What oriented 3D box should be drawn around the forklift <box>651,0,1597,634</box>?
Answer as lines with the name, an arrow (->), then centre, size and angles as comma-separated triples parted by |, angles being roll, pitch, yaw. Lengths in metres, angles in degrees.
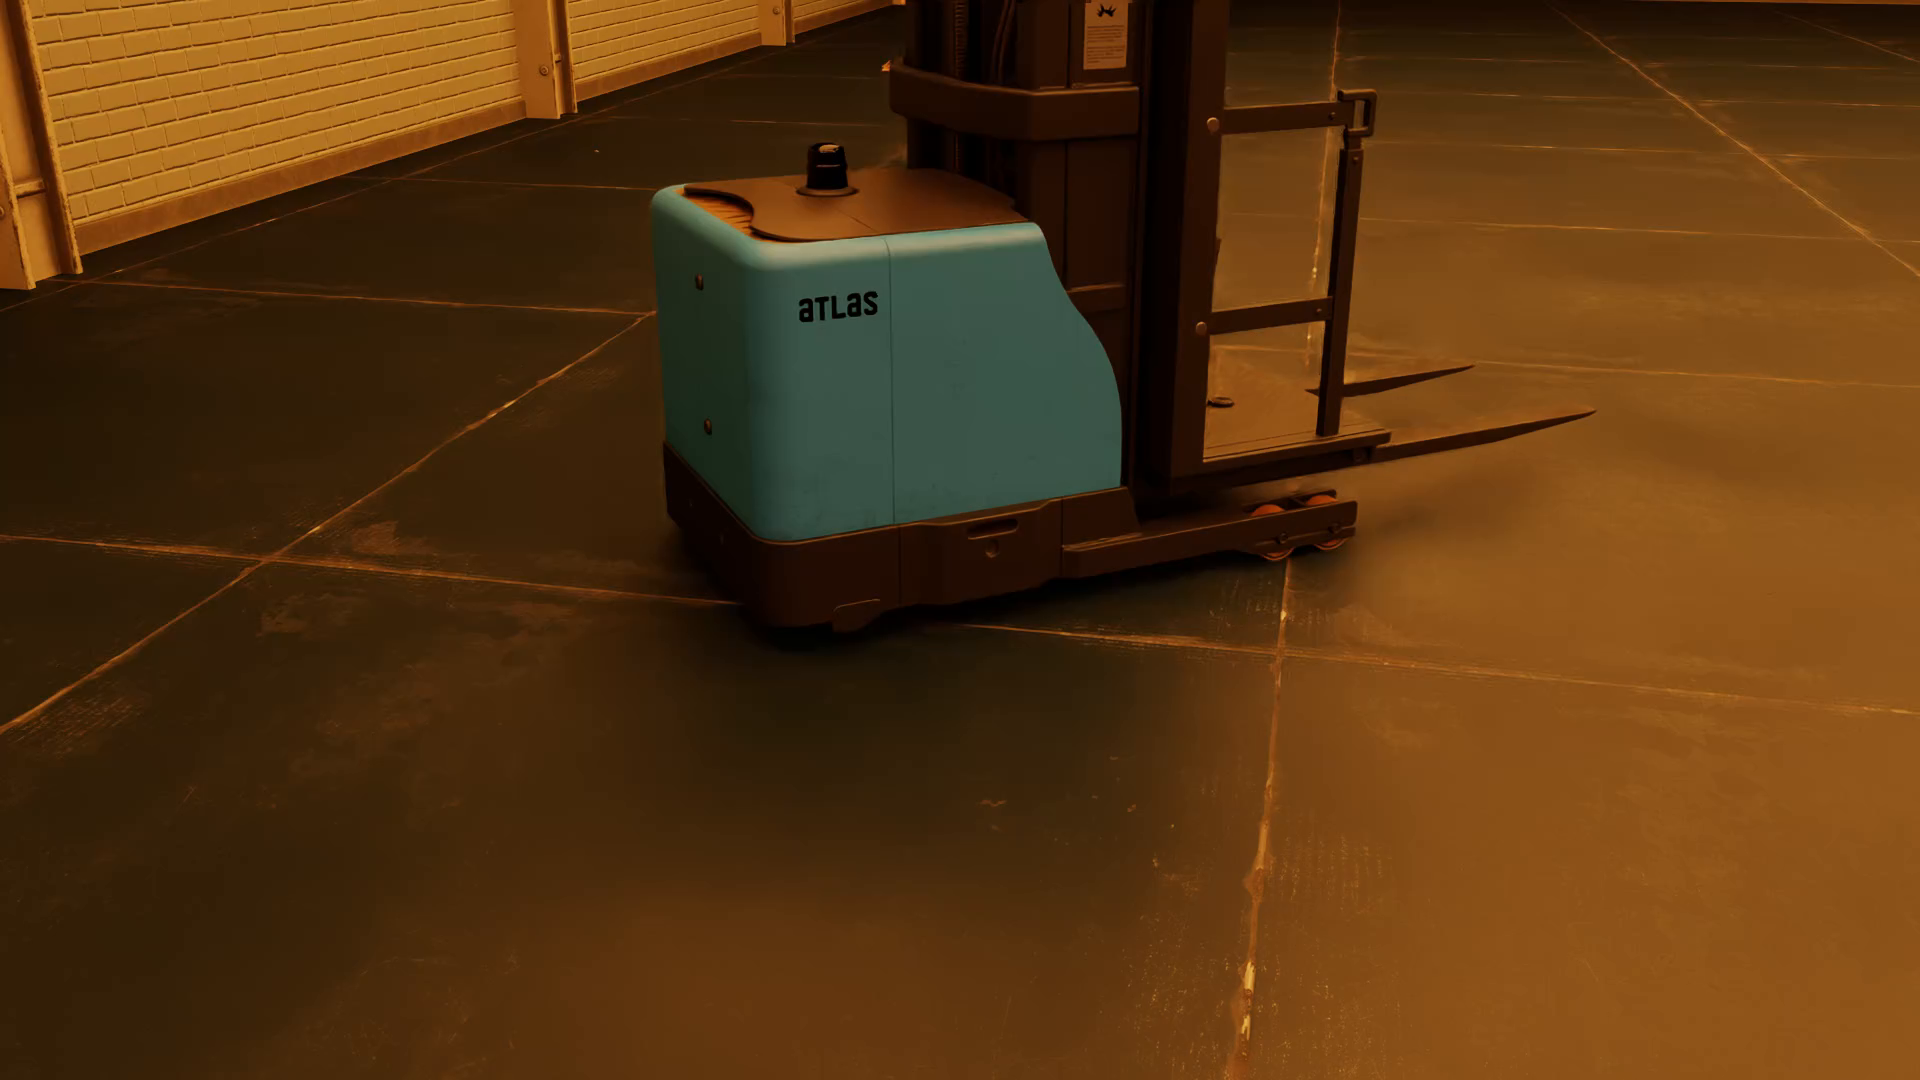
forklift -> 0.649, -1.465, 4.860 | 3.031, 2.935, 1.130 | -10, 24, -23

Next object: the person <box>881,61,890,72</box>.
person -> -0.162, -1.320, 6.648 | 0.843, 1.308, 0.859 | -14, 26, -31
